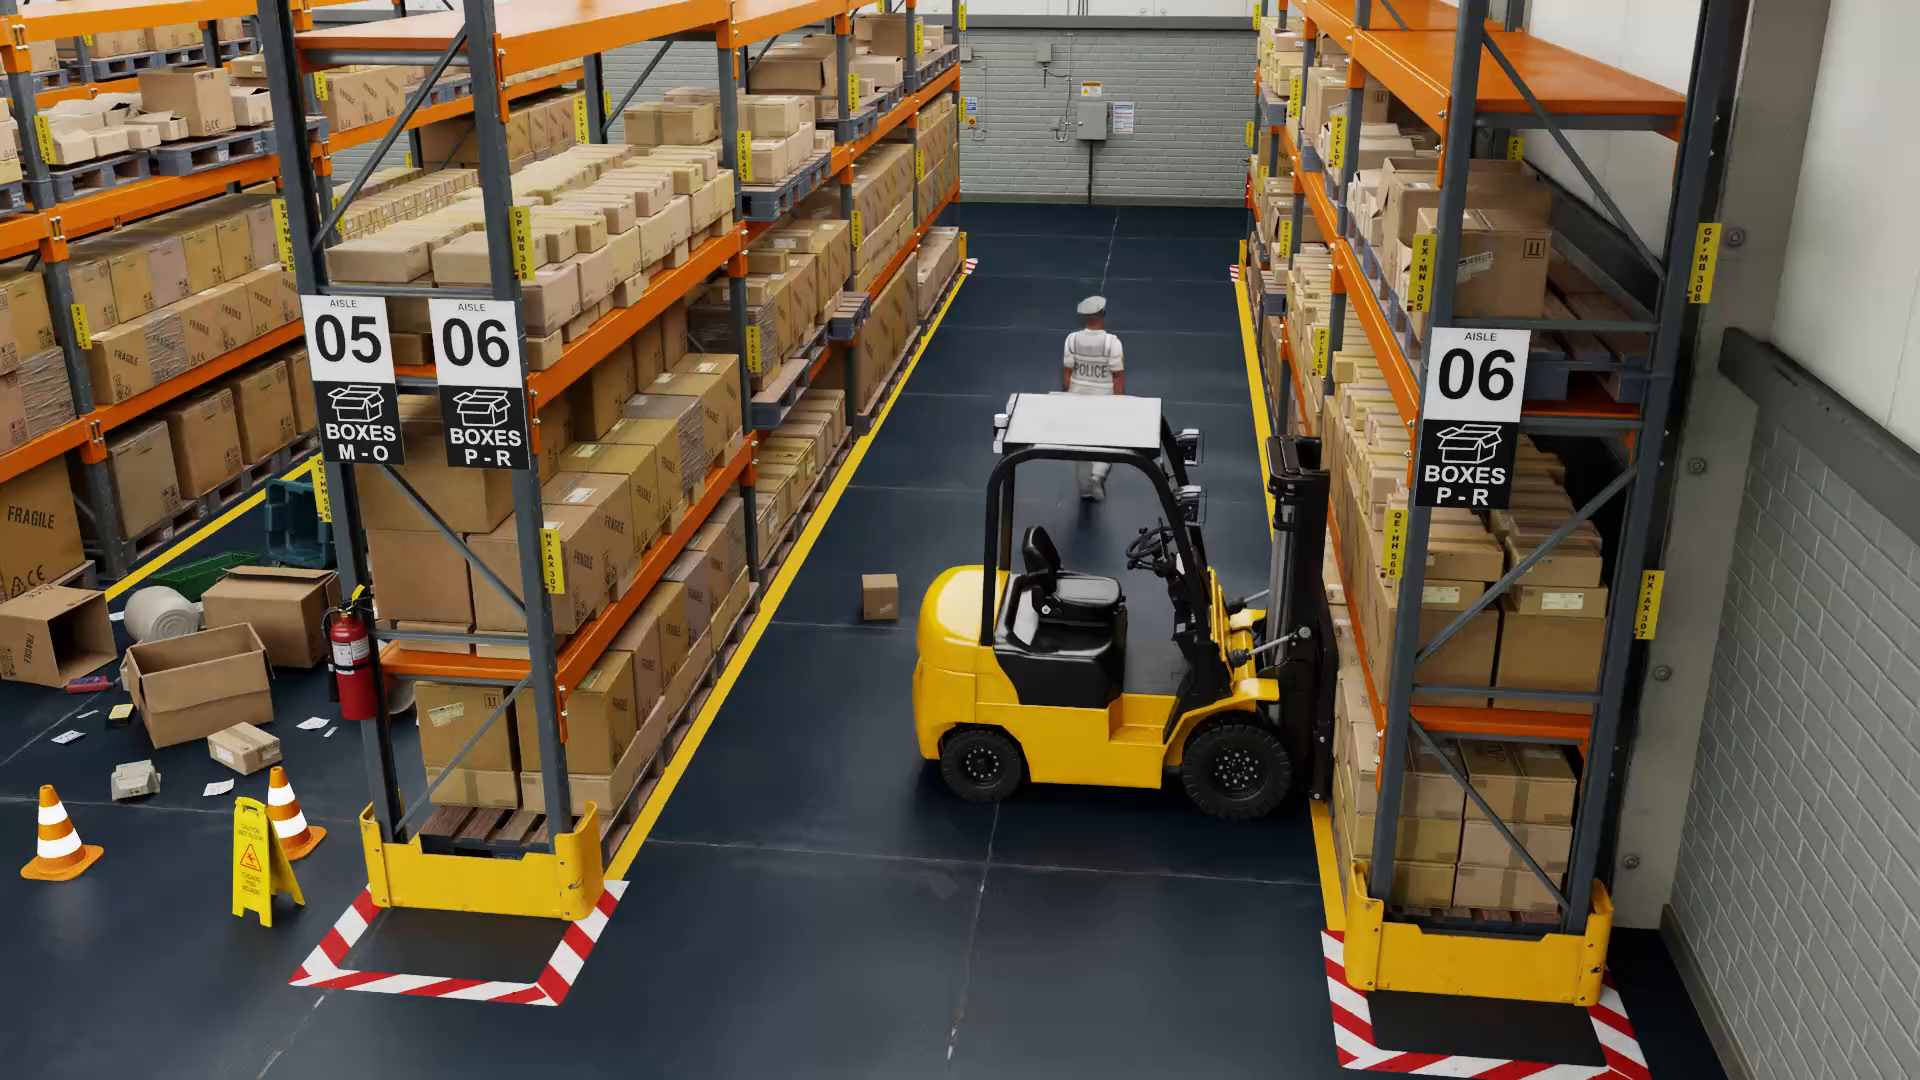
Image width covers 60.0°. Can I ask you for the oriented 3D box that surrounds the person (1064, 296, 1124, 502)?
[{"bbox_3d":[1.134,-1.184,14.065,0.537,1.757,0.558,8,22,20],"label":"person"}]
